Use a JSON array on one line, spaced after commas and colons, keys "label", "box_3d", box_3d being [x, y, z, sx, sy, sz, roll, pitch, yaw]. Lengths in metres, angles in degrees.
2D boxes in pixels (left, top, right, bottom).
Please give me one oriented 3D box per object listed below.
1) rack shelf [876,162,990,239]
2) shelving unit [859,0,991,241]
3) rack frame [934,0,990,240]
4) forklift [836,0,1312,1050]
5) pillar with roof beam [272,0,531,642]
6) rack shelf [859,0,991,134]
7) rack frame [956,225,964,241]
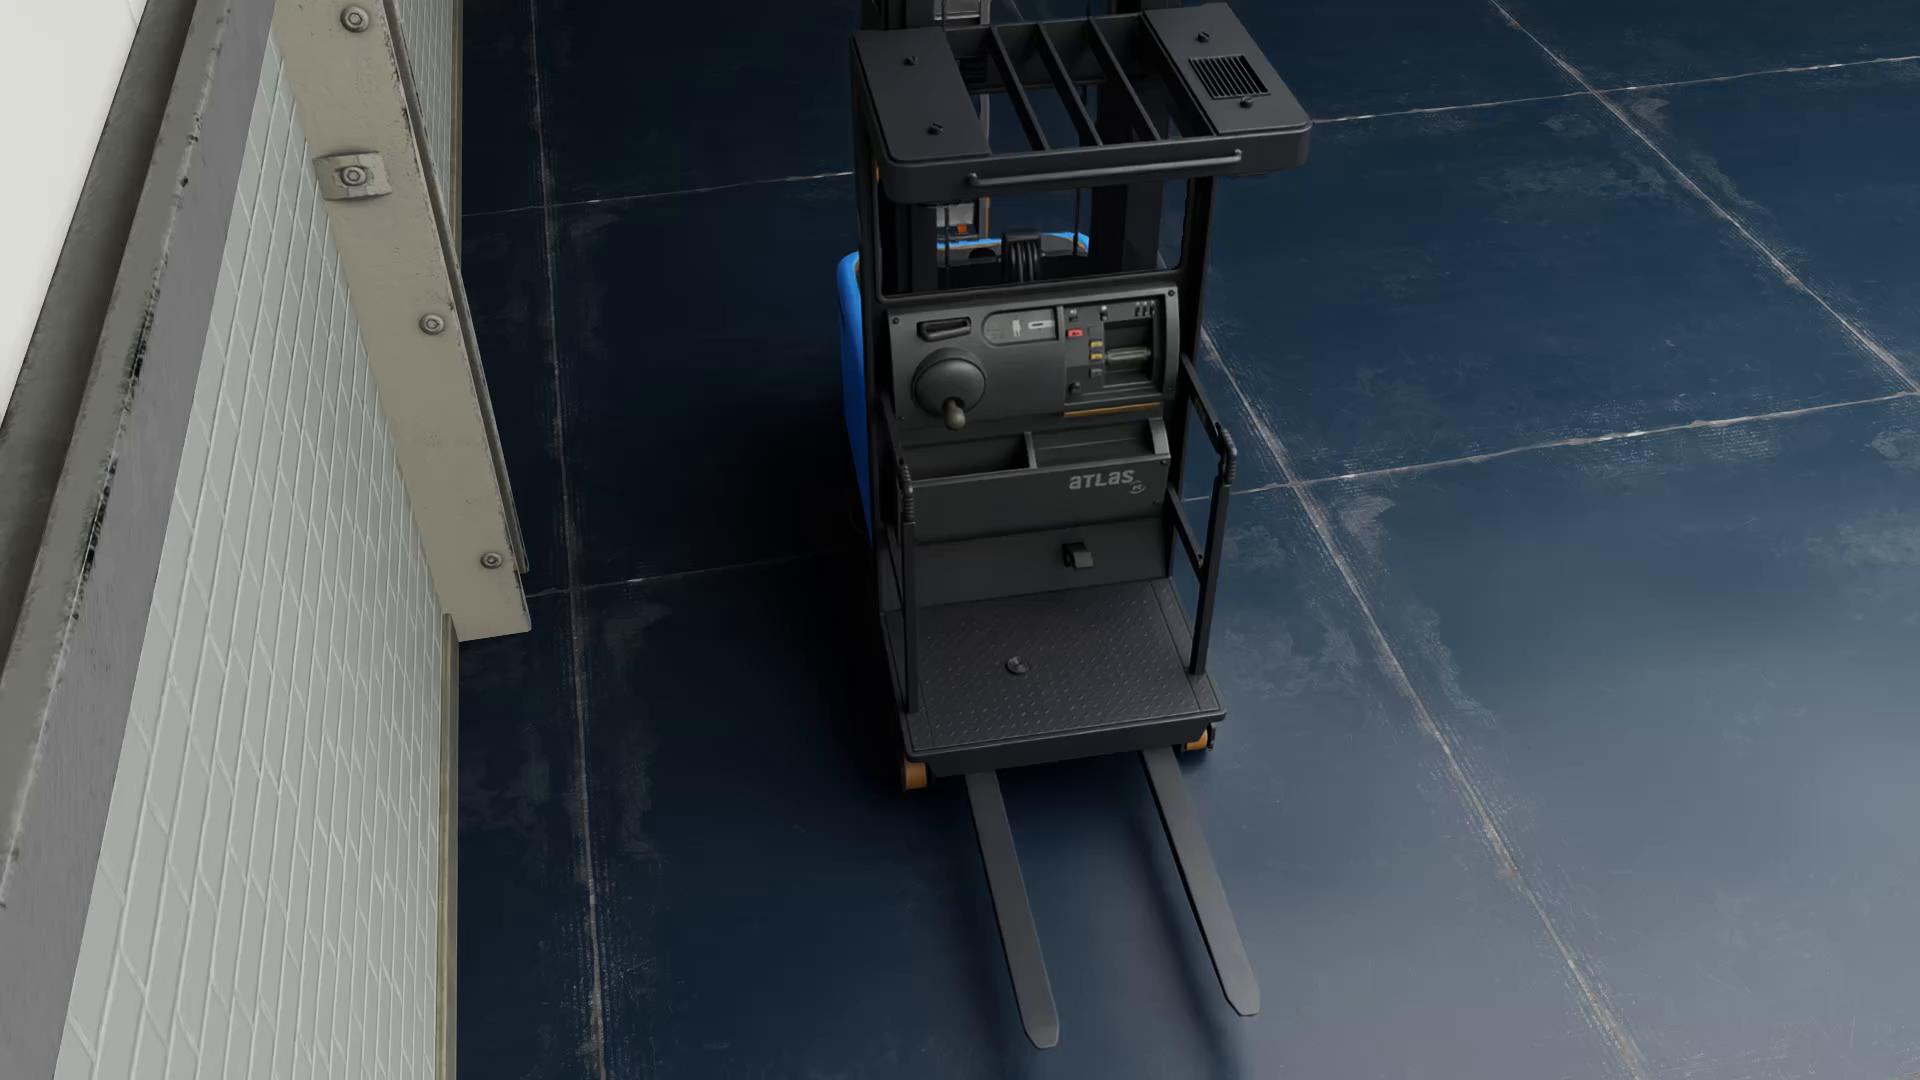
[{"label": "rack shelf", "box_3d": [-0.136, -1.327, 6.684, 0.431, 0.518, 0.480, -7, 42, -8]}, {"label": "shelving unit", "box_3d": [-0.136, -1.337, 6.674, 0.431, 2.100, 0.503, -7, 42, -8]}, {"label": "rack frame", "box_3d": [-0.093, -1.178, 6.495, 0.400, 2.100, 0.015, -7, 42, -8]}, {"label": "forklift", "box_3d": [0.279, -0.497, 5.102, 1.130, 2.935, 3.031, -7, 42, -8]}, {"label": "pillar with roof beam", "box_3d": [2.370, -3.742, 4.186, 9.100, 9.000, 0.400, -8, 42, -9]}, {"label": "rack shelf", "box_3d": [-0.136, -1.850, 6.219, 0.431, 0.518, 0.480, -7, 42, -8]}, {"label": "rack frame", "box_3d": [-0.180, -1.496, 6.854, 0.400, 2.100, 0.015, -7, 42, -8]}]
